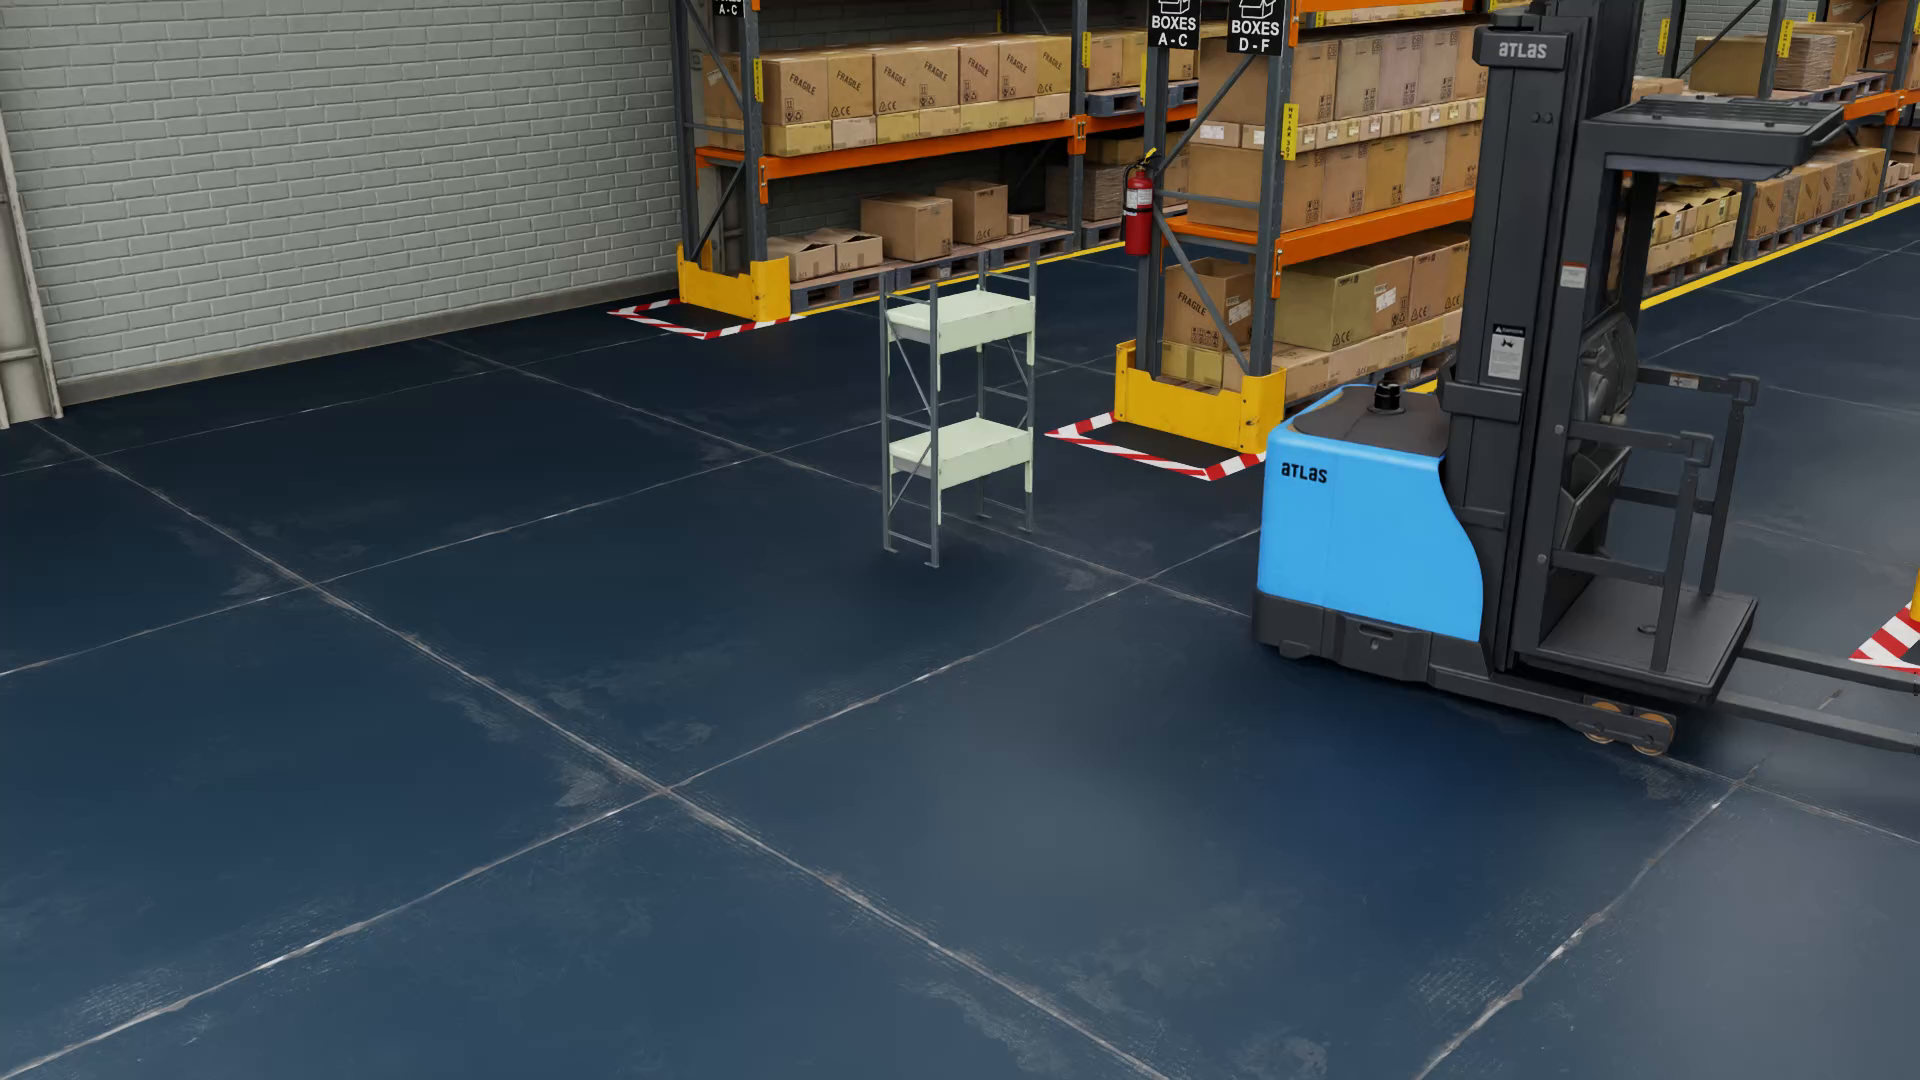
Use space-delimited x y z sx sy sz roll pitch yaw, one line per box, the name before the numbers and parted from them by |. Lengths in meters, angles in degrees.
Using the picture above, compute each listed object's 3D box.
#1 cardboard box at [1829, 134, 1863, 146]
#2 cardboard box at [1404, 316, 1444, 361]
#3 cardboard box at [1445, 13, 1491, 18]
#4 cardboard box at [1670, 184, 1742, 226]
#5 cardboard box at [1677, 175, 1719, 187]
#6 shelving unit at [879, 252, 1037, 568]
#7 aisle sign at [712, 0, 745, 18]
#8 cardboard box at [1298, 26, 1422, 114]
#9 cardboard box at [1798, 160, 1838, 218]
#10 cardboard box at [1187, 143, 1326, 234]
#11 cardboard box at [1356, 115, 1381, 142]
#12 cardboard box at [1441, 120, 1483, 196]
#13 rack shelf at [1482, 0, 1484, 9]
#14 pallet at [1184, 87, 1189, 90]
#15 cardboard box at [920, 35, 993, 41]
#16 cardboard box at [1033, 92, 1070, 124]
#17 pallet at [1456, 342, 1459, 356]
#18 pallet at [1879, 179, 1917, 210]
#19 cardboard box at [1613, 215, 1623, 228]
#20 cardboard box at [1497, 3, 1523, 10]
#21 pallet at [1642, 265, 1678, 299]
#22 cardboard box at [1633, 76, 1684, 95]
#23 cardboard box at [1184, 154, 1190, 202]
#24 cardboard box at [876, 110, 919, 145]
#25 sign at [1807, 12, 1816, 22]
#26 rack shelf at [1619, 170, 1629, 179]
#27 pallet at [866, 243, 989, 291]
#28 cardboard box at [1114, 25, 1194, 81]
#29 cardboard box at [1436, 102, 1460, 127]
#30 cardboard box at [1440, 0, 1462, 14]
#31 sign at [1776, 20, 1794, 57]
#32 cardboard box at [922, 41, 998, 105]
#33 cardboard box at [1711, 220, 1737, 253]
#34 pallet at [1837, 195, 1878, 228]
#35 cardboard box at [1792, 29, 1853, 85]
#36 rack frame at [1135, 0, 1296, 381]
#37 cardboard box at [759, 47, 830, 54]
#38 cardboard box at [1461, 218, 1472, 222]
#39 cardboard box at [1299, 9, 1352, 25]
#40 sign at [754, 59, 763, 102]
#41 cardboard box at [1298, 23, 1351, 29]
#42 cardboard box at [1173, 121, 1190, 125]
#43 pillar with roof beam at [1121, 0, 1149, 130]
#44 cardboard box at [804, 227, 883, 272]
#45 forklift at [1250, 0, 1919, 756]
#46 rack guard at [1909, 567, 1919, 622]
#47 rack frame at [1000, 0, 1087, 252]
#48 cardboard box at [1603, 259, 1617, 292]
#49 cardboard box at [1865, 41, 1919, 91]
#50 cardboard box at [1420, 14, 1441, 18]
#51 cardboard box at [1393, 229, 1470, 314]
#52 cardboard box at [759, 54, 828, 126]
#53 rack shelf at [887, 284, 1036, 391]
cardboard box | 10.133 -4.467 19.386 0.500 0.500 0.500 19 28 41
cardboard box | 3.148 -1.506 12.059 0.500 0.250 0.500 19 28 41
cardboard box | 4.053 -3.691 12.549 0.700 0.500 0.500 19 28 41
cardboard box | 6.959 -3.161 15.582 0.500 0.311 0.500 -19 28 -41
cardboard box | 7.632 -3.520 16.923 0.500 0.500 0.500 -19 28 -40
shelving unit | -0.005 -0.698 8.801 0.431 1.500 0.755 19 28 41
aisle sign | -1.820 -4.485 12.939 0.394 0.787 0.004 19 28 41
cardboard box | 2.653 -3.175 11.207 0.700 0.500 0.500 19 28 41
cardboard box | 8.745 -3.666 17.302 0.500 0.500 0.500 18 27 39
cardboard box | 1.902 -2.290 10.711 0.700 0.500 0.500 19 28 41
cardboard box | 2.530 -2.719 10.925 0.380 0.149 0.250 19 28 40
cardboard box | 3.337 -2.820 12.092 0.500 0.500 0.700 -20 28 -41
rack shelf | 5.753 -4.733 14.029 1.077 0.370 4.000 19 28 41
pallet | 3.175 -5.122 18.487 1.213 0.211 1.003 19 28 41
cardboard box | -0.035 -4.482 15.691 0.500 0.500 0.500 19 28 40
cardboard box | 0.693 -4.135 15.833 0.500 0.250 0.500 19 28 41
pallet | 3.773 -1.659 13.096 1.003 0.211 1.213 19 28 41
pallet | 10.418 -4.085 19.410 1.003 0.211 1.213 19 28 41
cardboard box | 5.538 -2.633 14.210 0.500 0.311 0.500 18 27 39
cardboard box | 6.777 -6.725 21.972 0.700 0.700 0.980 -20 28 -41
pallet | 5.695 -2.367 14.939 1.003 0.211 1.213 19 28 41
cardboard box | 5.989 -3.794 14.625 0.500 0.500 0.500 17 27 38
cardboard box | 2.362 -4.024 18.233 0.700 0.500 0.500 19 28 40
cardboard box | -0.705 -3.617 14.485 0.500 0.250 0.500 19 28 40
sign | 9.544 -5.749 18.644 0.100 0.325 0.005 19 28 41
rack shelf | 5.753 -3.333 14.567 1.077 0.370 4.000 19 28 41
pallet | -0.489 -2.595 15.532 1.003 0.211 1.213 19 28 41
cardboard box | 2.017 -5.086 17.375 0.500 0.500 0.700 -16 26 -35
cardboard box | 3.251 -2.985 11.617 0.250 0.149 0.380 -19 28 -40
cardboard box | 5.881 -6.681 20.650 0.500 0.250 0.500 -19 28 -41
sign | 7.548 -4.585 15.209 0.100 0.325 0.005 19 28 41
cardboard box | -0.005 -4.227 15.028 0.500 0.500 0.500 18 28 39
cardboard box | 6.956 -2.899 15.683 0.500 0.250 0.500 -19 28 -41
pallet | 9.398 -3.691 18.382 1.003 0.211 1.213 19 28 41
cardboard box | 8.750 -4.984 17.136 0.700 0.500 0.500 12 24 27
rack frame | 1.567 -2.126 10.425 1.000 3.000 0.127 19 28 41
cardboard box | -1.450 -3.956 14.321 0.500 0.500 0.500 -20 29 -41
cardboard box | 3.810 -2.376 13.278 0.500 0.500 0.500 19 28 41
cardboard box | 4.118 -6.026 18.944 0.500 0.250 0.500 -19 28 -41
sign | -1.596 -3.633 13.140 0.100 0.325 0.005 19 28 41
cardboard box | 4.118 -5.677 19.082 0.500 0.500 0.500 -19 28 -40
cardboard box | 2.689 -4.481 18.378 0.500 0.250 0.500 -20 28 -41
pillar with roof beam | 5.154 -7.027 14.813 9.100 9.000 0.400 19 28 41
cardboard box | -1.040 -2.617 14.837 0.500 0.311 0.500 -17 27 -38
forklift | 2.863 -0.706 6.827 3.031 2.935 1.130 13 25 31
rack guard | 5.133 0.250 7.727 1.175 0.500 0.348 19 28 41
rack frame | 0.806 -4.393 16.324 1.000 3.000 0.127 19 28 41
cardboard box | 5.174 -2.240 13.968 0.500 0.250 0.500 -19 28 -41
cardboard box | 10.489 -5.320 18.596 0.500 0.500 0.500 -19 28 -41
cardboard box | 5.540 -6.202 20.448 0.500 0.500 0.500 19 28 41
cardboard box | 3.488 -1.988 12.268 0.500 0.500 0.500 19 28 41
cardboard box | -1.436 -3.702 13.661 0.500 0.500 0.500 19 28 41
rack shelf | -0.005 -1.063 8.661 0.431 0.370 0.720 19 28 41
